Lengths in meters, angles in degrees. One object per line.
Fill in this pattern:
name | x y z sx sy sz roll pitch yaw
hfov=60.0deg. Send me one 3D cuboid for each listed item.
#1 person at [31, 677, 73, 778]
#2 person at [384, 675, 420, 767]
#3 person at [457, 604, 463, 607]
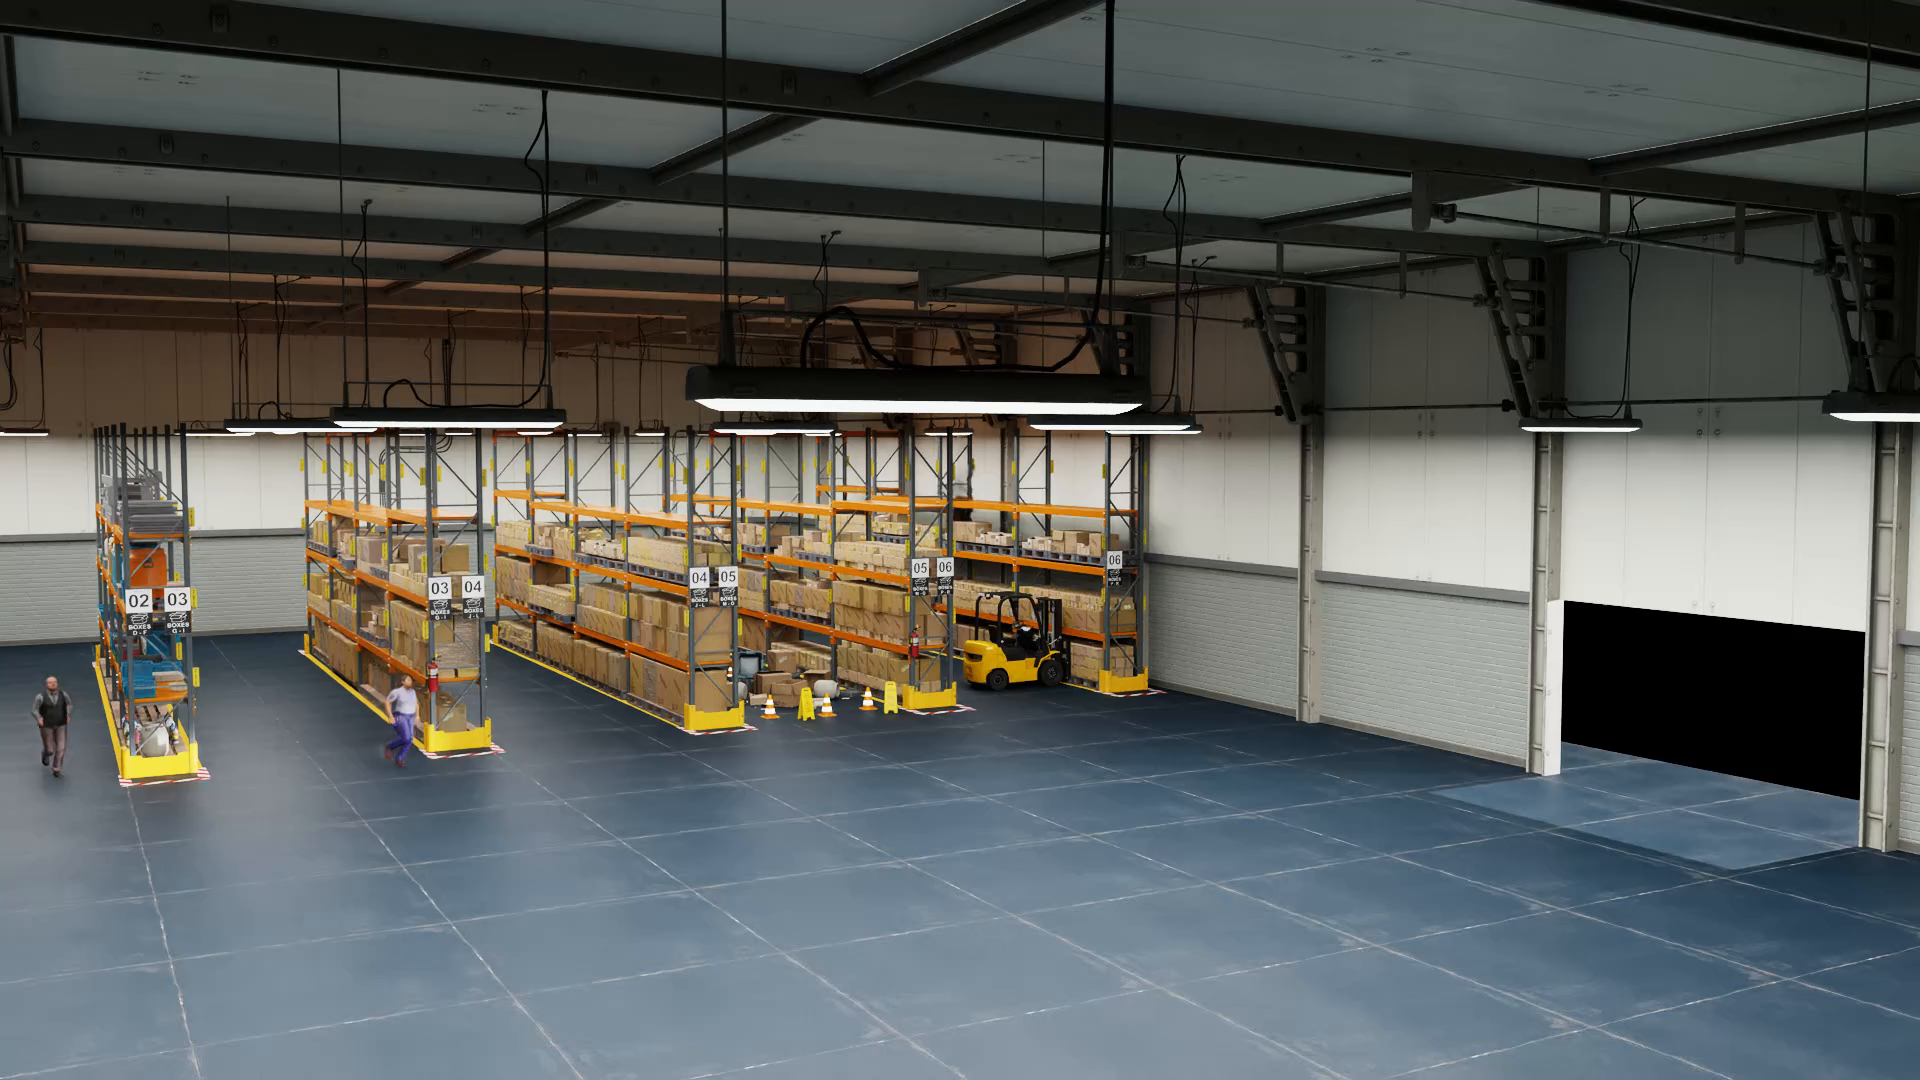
person | -15.429 3.172 28.301 0.661 1.694 0.733 -3 5 -40
person | -9.767 3.165 29.287 0.529 1.572 0.649 2 4 33
person | -13.617 2.155 45.056 0.618 1.680 0.930 -1 4 -22
